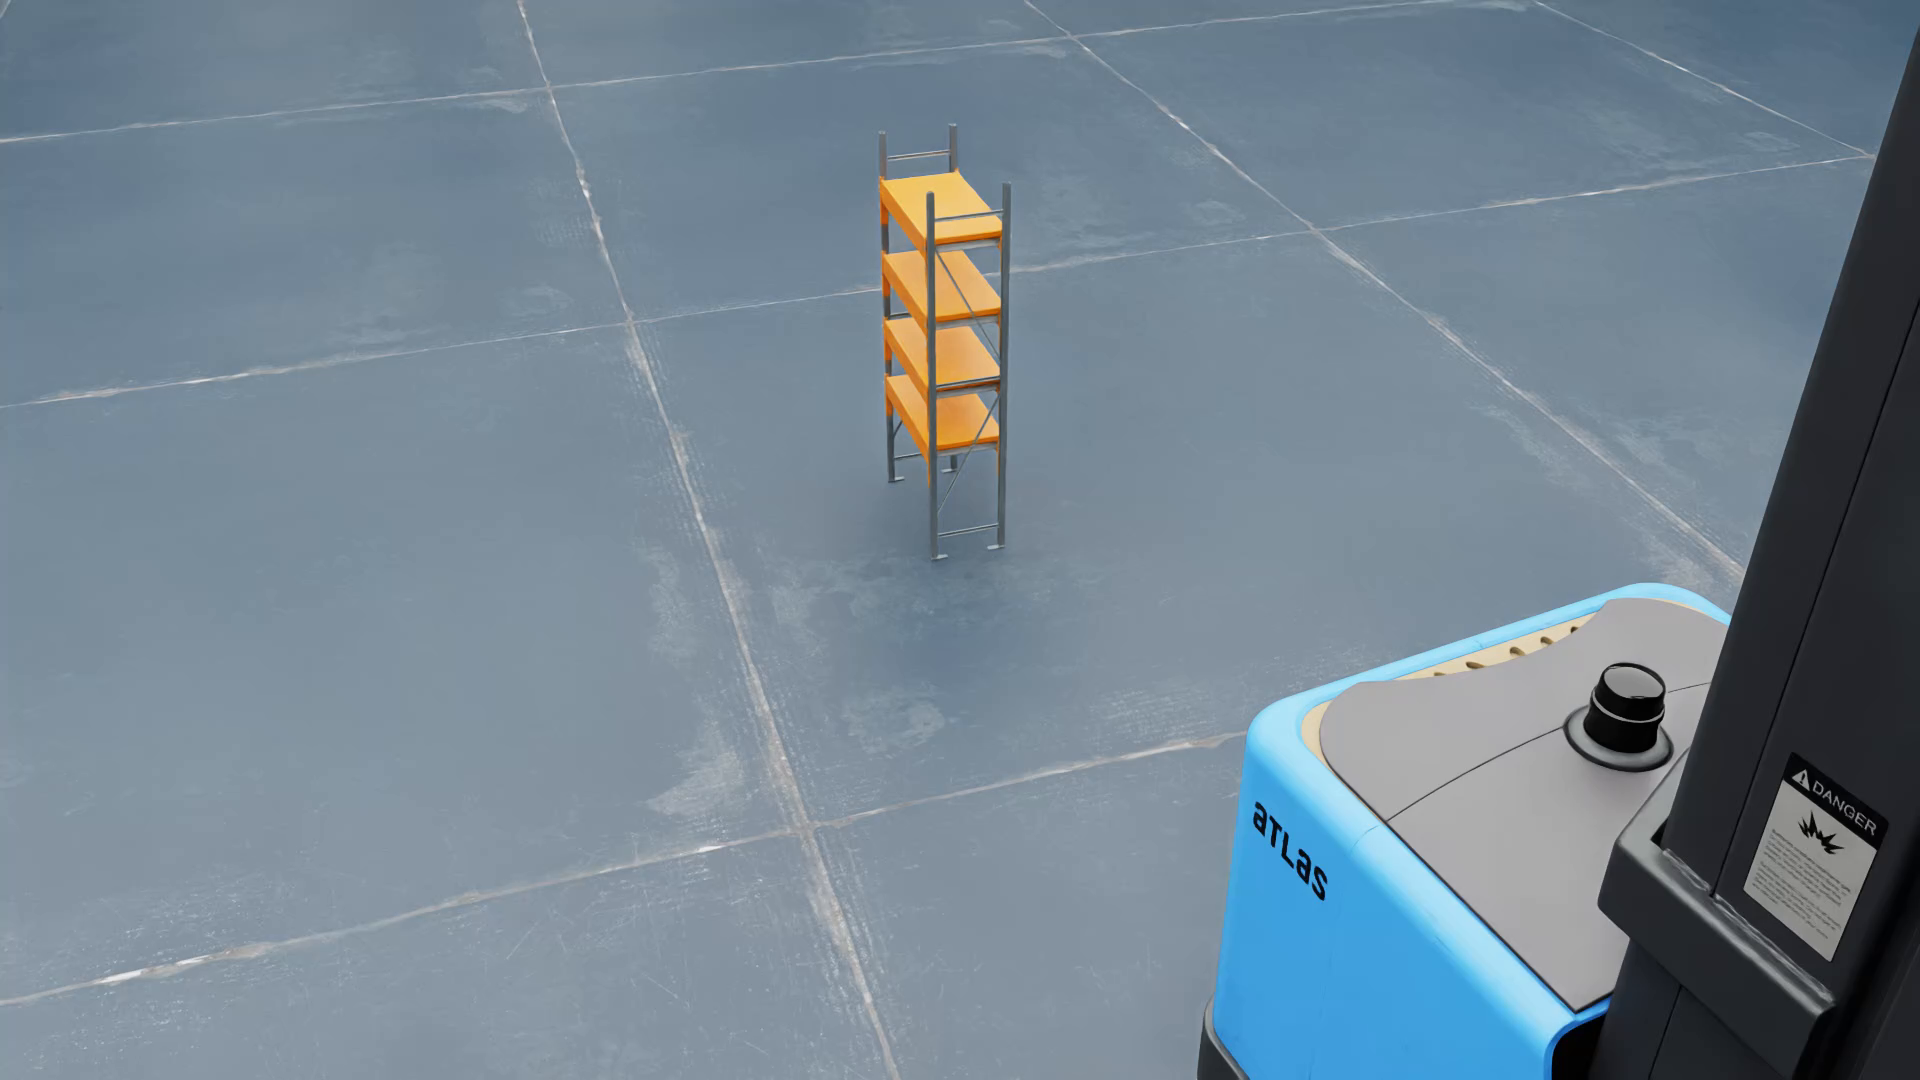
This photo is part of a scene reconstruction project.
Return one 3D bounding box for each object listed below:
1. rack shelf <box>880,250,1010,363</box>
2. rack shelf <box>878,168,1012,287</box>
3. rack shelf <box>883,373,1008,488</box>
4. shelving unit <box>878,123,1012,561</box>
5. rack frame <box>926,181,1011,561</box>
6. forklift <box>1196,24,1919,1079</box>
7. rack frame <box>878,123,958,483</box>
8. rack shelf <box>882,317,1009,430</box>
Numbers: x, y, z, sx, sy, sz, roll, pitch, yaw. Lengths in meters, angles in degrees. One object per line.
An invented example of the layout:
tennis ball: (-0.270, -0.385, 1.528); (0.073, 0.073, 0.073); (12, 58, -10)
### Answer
rack shelf: (-0.050, -0.718, 4.965); (0.258, 0.148, 0.480); (-10, 35, -15)
rack shelf: (-0.050, -0.915, 4.834); (0.258, 0.148, 0.480); (-10, 35, -15)
rack shelf: (-0.050, -0.366, 5.197); (0.258, 0.148, 0.480); (-10, 35, -15)
shelving unit: (-0.050, -0.587, 5.051); (0.258, 1.200, 0.503); (-10, 35, -15)
rack frame: (0.024, -0.459, 4.857); (0.240, 1.200, 0.015); (-10, 35, -15)
forklift: (1.570, 0.582, 1.711); (1.130, 2.935, 3.031); (-15, 36, -21)
rack frame: (-0.125, -0.716, 5.245); (0.240, 1.200, 0.015); (-10, 35, -15)
rack shelf: (-0.050, -0.531, 5.088); (0.258, 0.148, 0.480); (-10, 35, -15)
